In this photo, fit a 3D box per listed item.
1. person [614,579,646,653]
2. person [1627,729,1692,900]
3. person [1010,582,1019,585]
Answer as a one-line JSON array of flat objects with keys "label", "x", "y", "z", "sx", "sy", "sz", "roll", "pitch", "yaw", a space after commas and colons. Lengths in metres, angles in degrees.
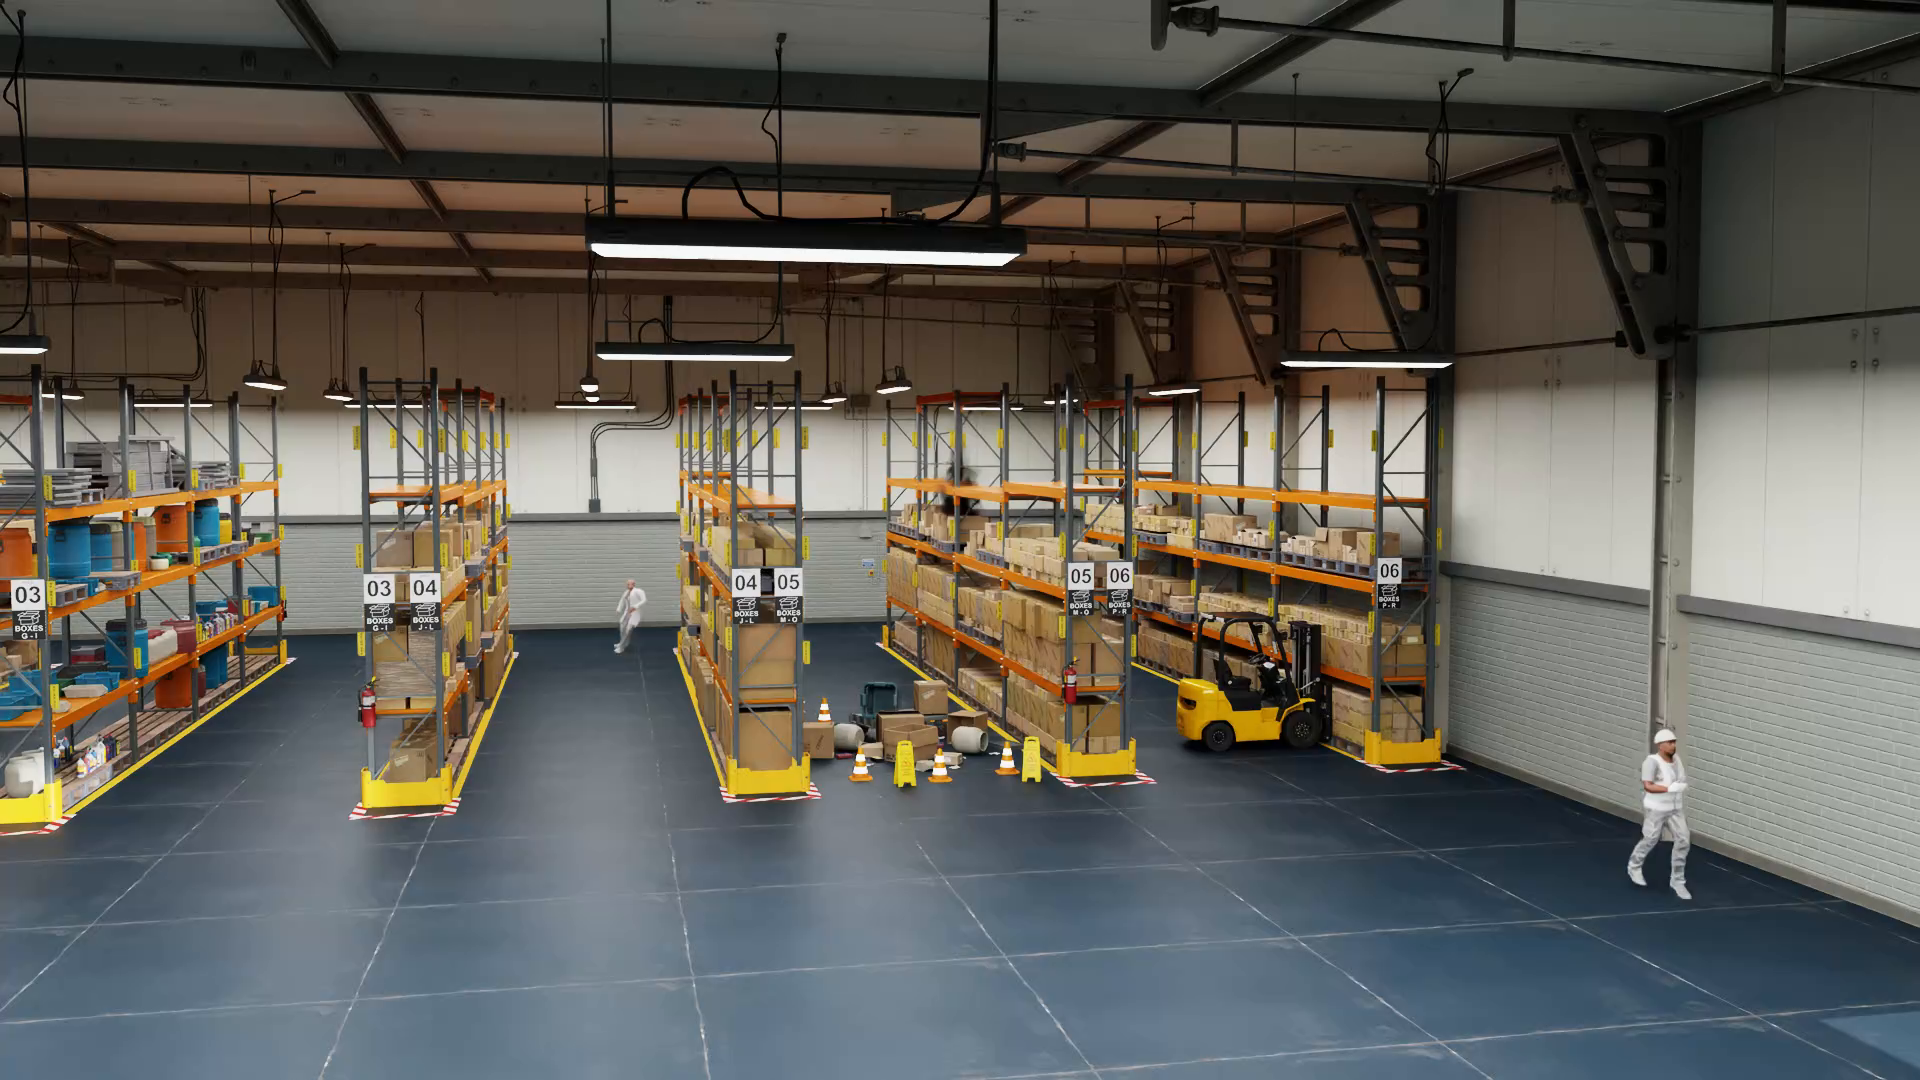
[{"label": "person", "x": -7.933, "y": 1.787, "z": 39.472, "sx": 1.013, "sy": 1.724, "sz": 0.835, "roll": 2, "pitch": 4, "yaw": 31}, {"label": "person", "x": 7.757, "y": 3.014, "z": 18.384, "sx": 0.673, "sy": 1.856, "sz": 0.821, "roll": -1, "pitch": 4, "yaw": -22}, {"label": "person", "x": 1.164, "y": 1.735, "z": 36.142, "sx": 0.624, "sy": 1.666, "sz": 0.695, "roll": -1, "pitch": 3, "yaw": -12}]
